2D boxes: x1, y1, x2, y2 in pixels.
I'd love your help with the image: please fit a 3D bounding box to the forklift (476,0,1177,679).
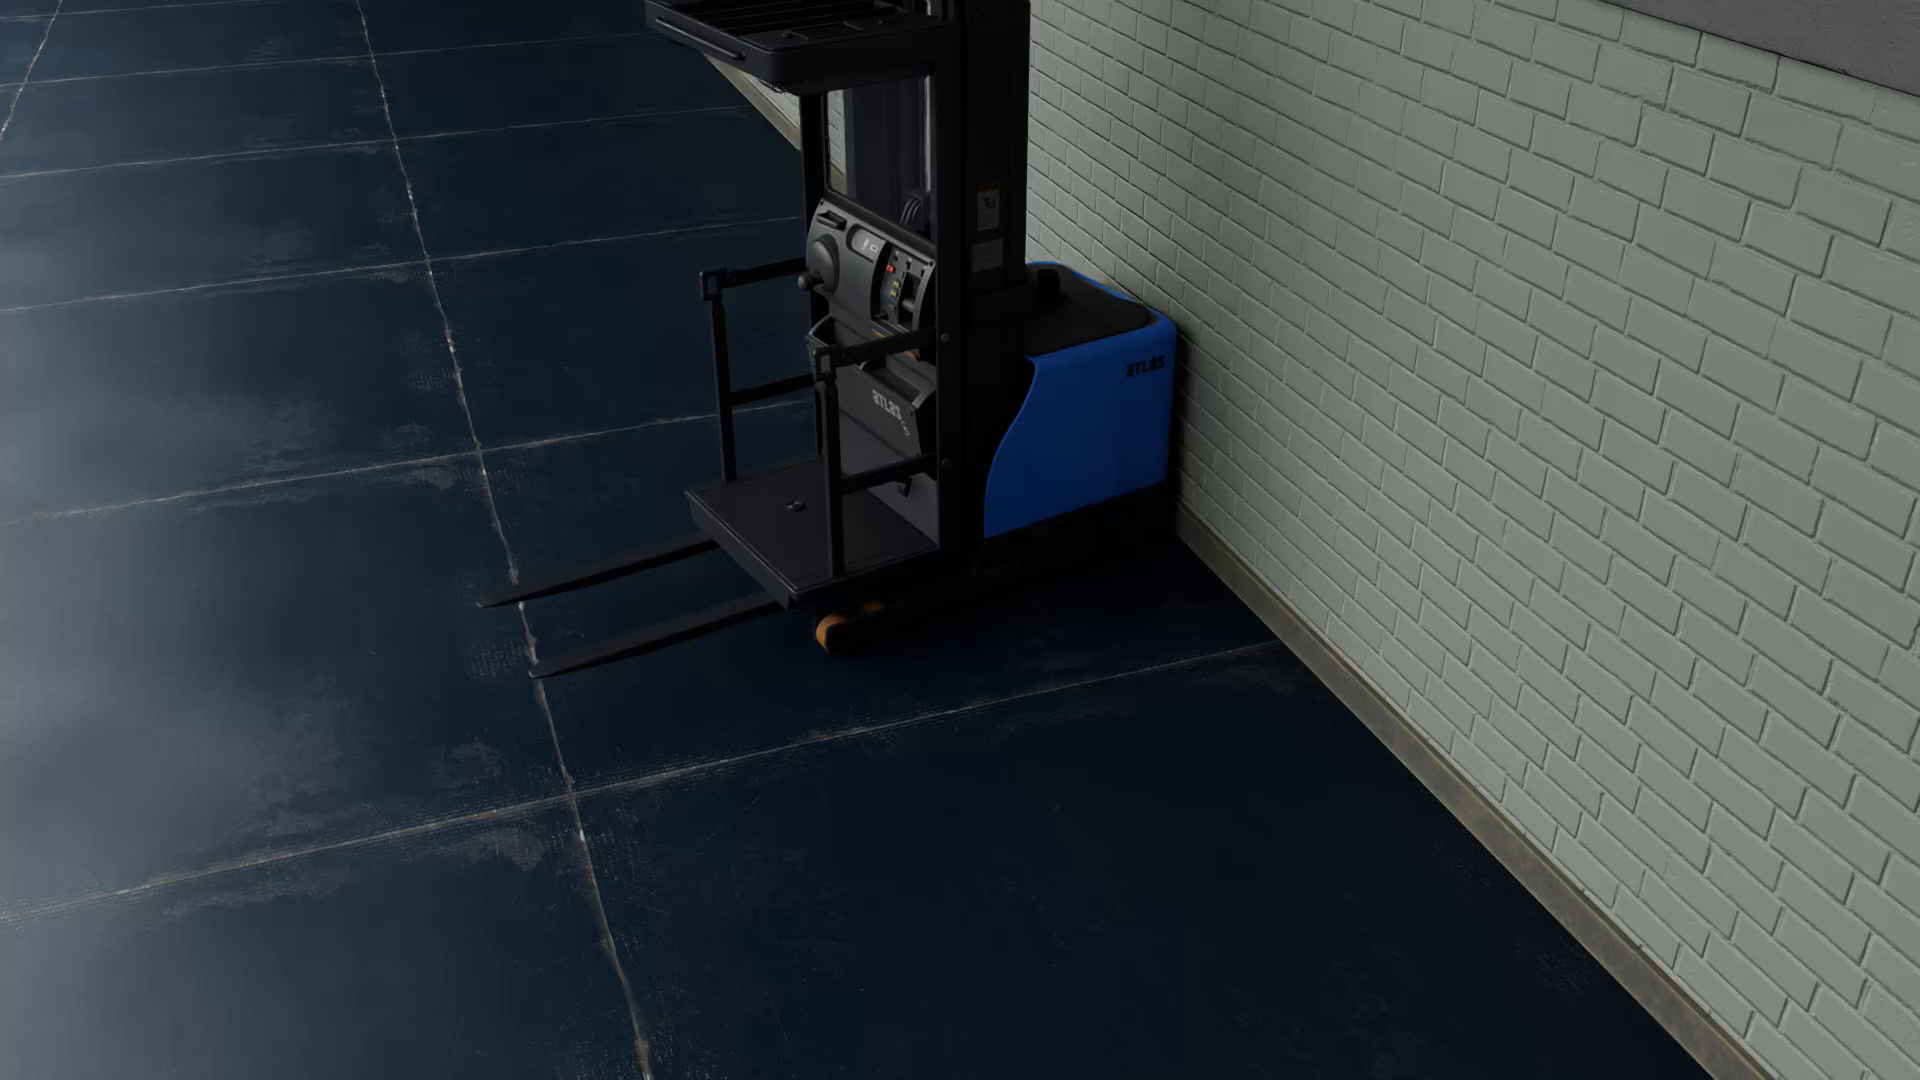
[{"bbox_3d":[-0.548,-1.098,6.716,3.031,2.935,1.130,-18,34,-28],"label":"forklift"}]
